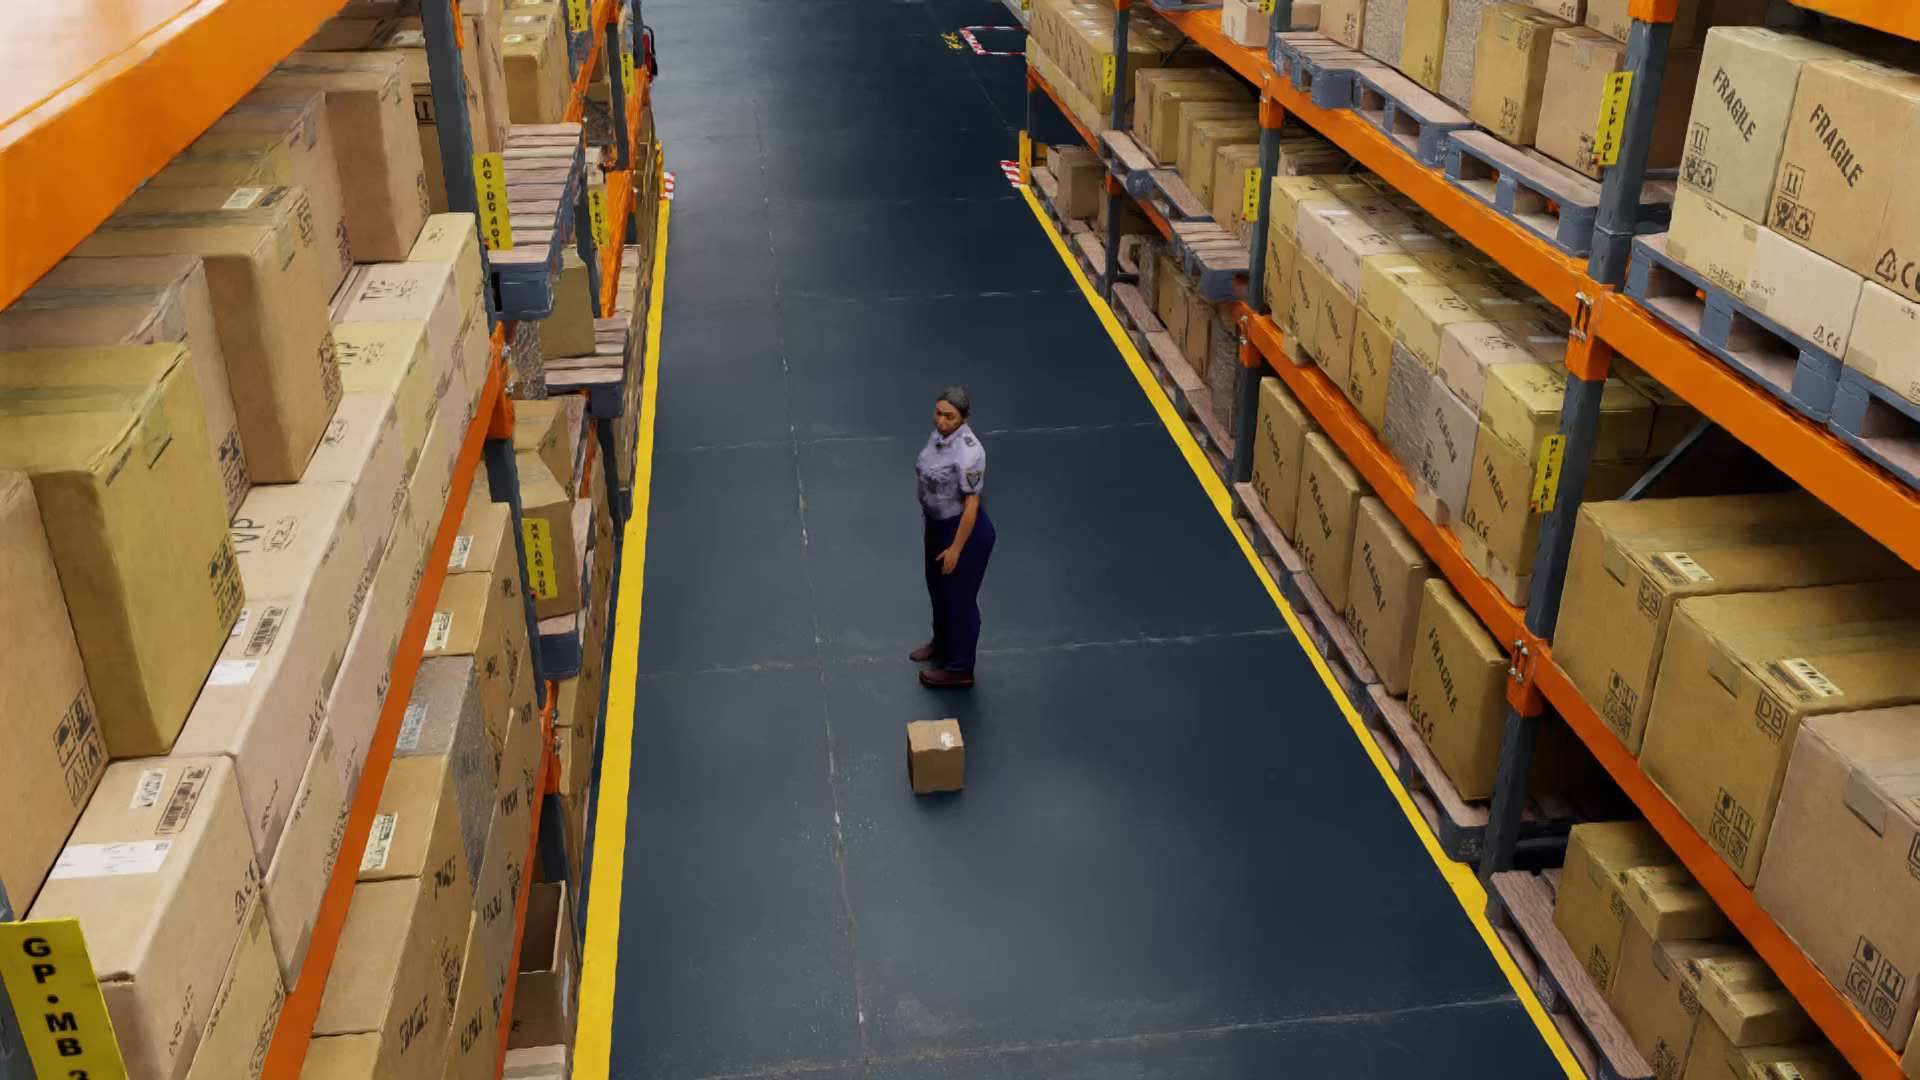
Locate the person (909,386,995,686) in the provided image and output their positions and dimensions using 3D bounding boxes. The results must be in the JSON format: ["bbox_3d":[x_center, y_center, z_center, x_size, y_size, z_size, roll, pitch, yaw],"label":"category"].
[{"bbox_3d":[-0.048,-0.013,8.671,0.399,1.672,0.515,-10,29,-19],"label":"person"}]
